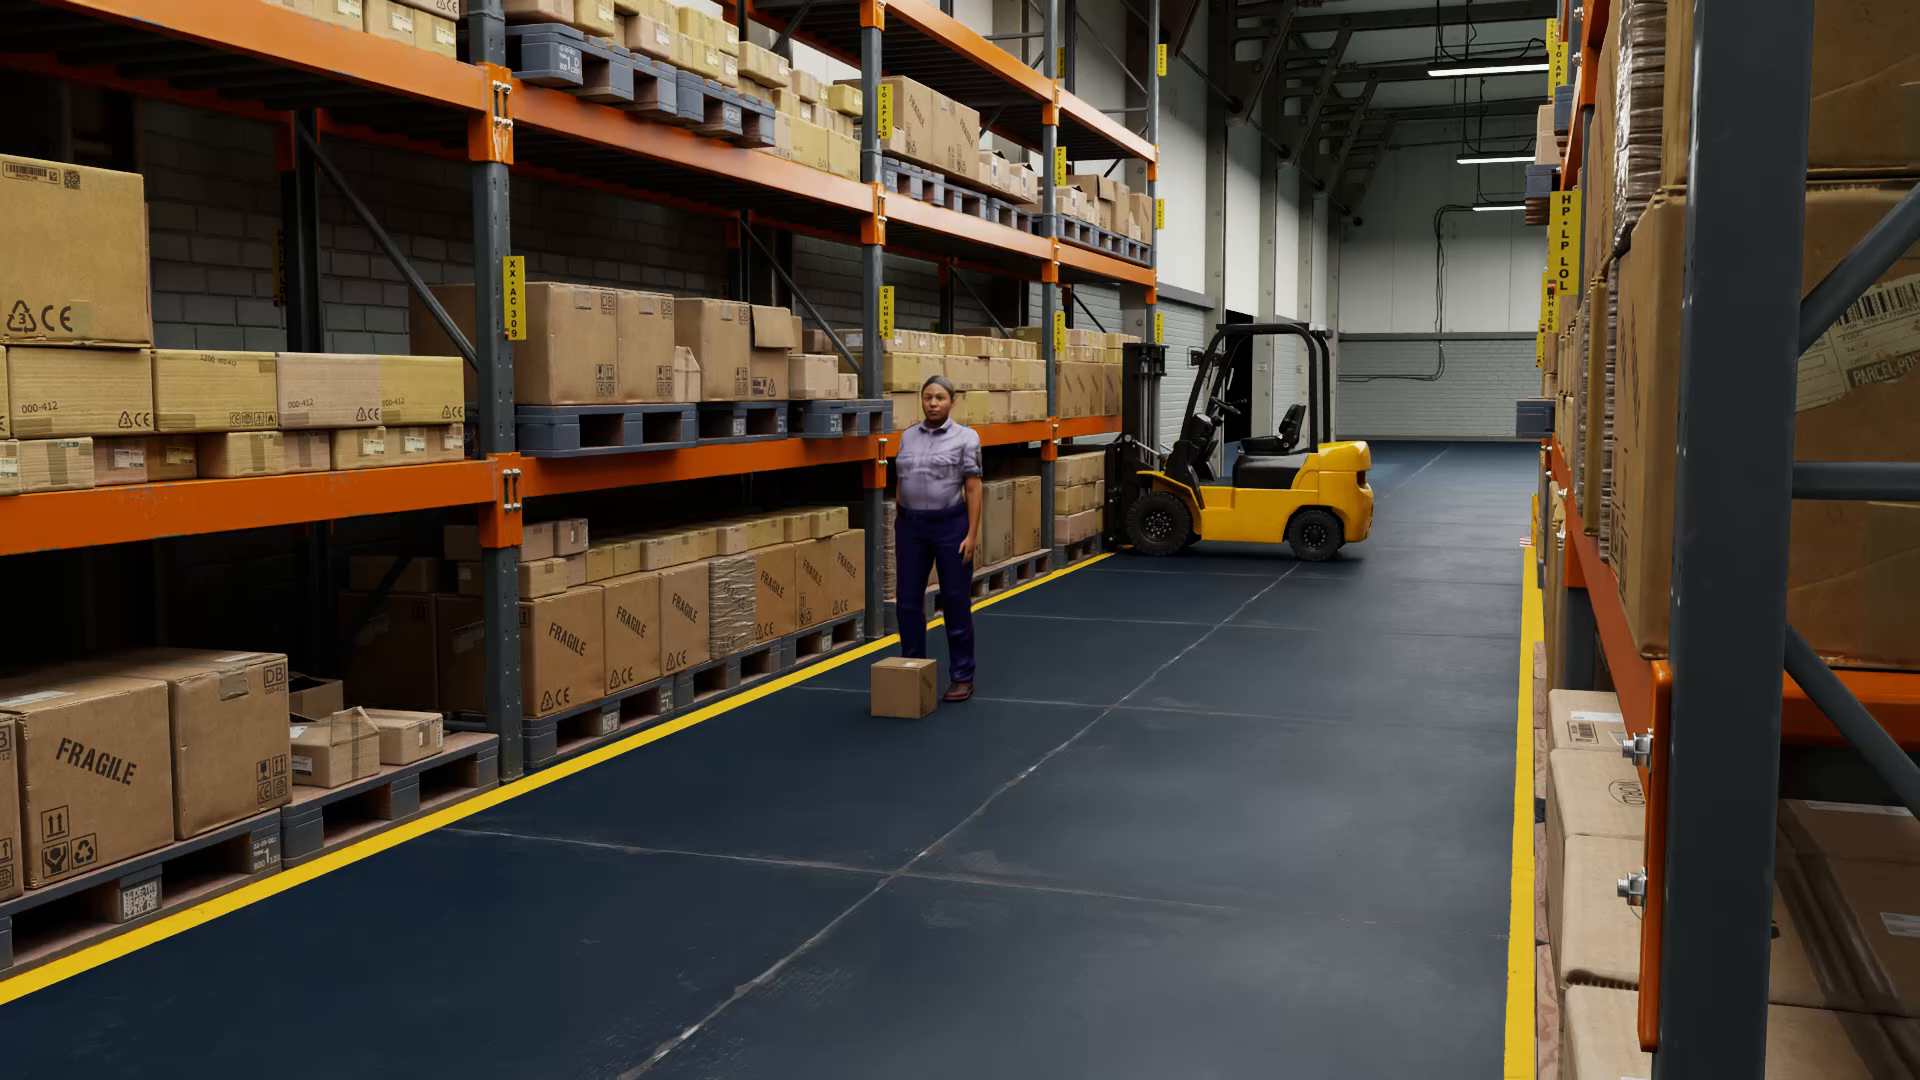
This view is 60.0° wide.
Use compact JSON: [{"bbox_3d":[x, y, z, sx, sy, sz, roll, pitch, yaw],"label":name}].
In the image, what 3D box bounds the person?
[{"bbox_3d":[-0.104,0.017,8.491,0.500,1.598,0.411,2,6,20],"label":"person"}]
